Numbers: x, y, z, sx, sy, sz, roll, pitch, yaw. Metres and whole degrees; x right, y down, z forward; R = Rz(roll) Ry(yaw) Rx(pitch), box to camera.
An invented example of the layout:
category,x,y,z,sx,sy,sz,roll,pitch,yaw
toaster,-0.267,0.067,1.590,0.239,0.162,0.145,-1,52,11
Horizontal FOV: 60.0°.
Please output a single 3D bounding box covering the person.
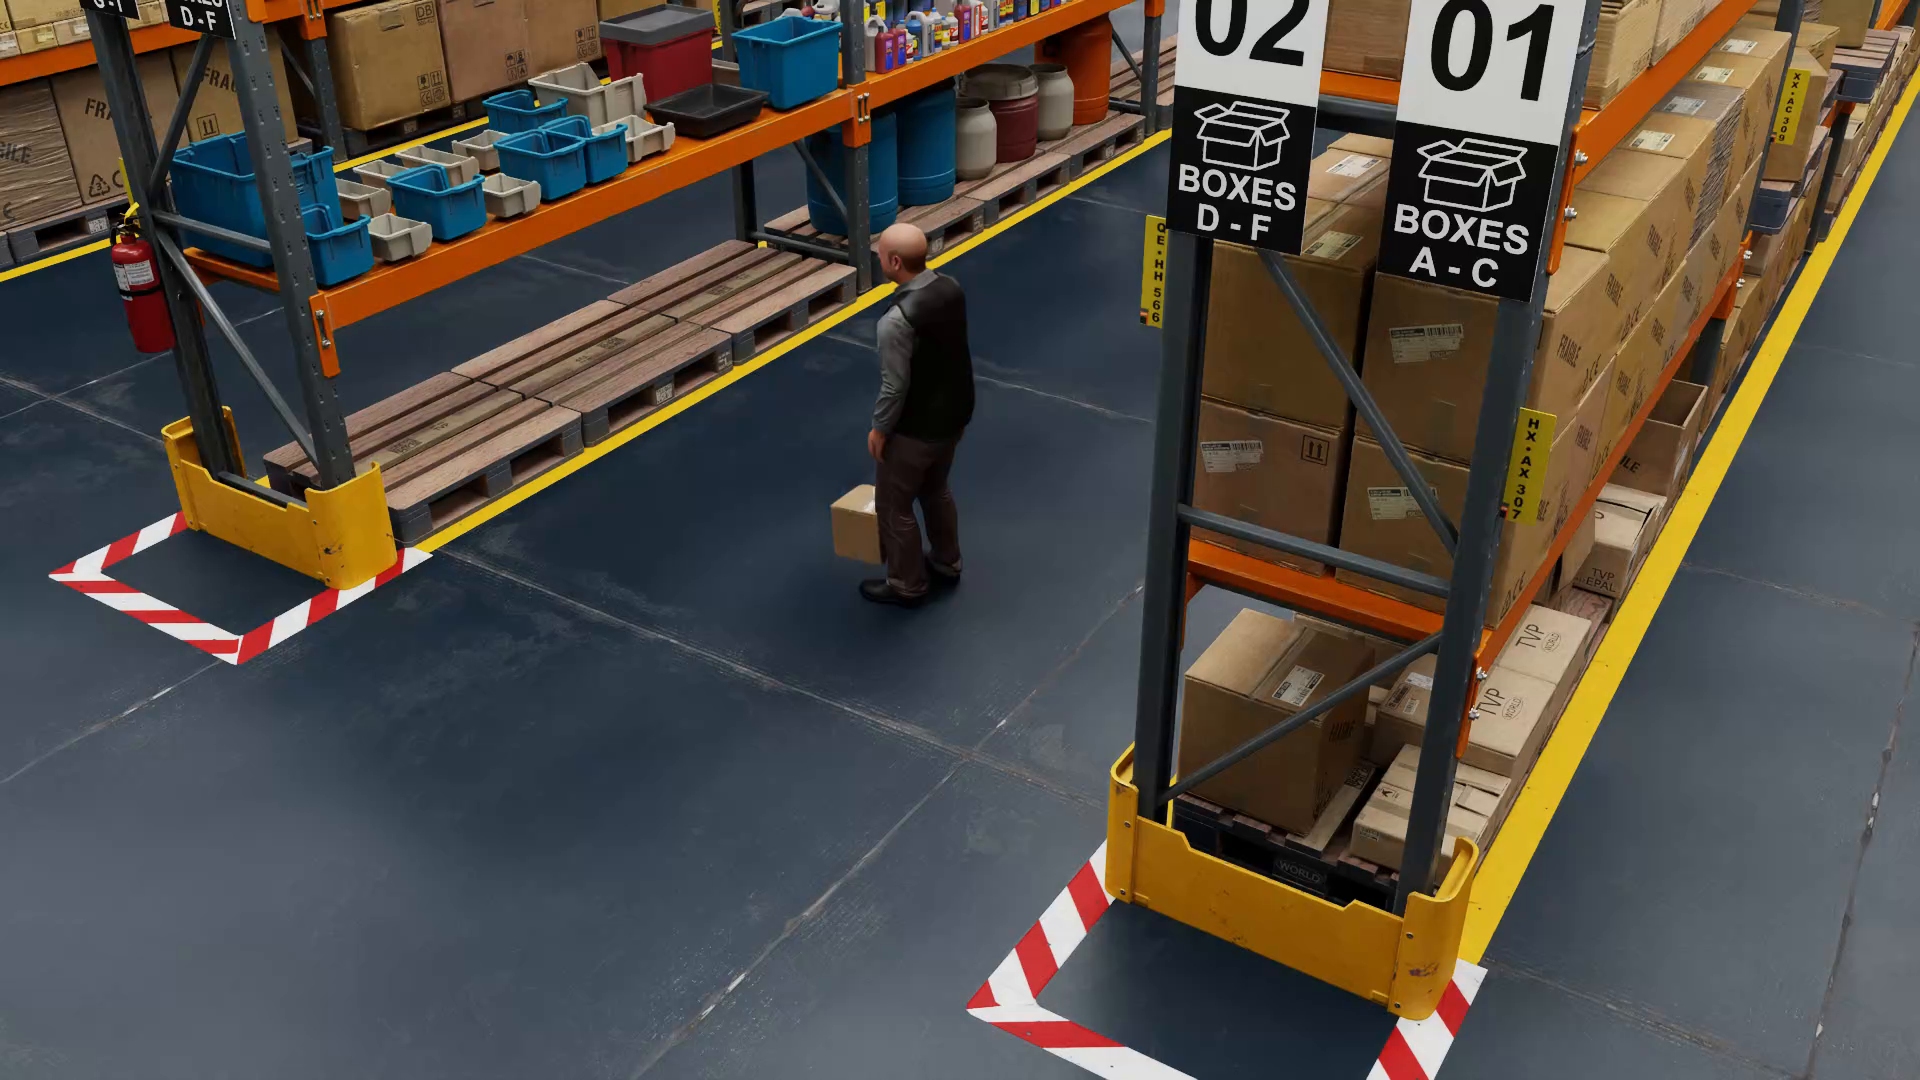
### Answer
category,x,y,z,sx,sy,sz,roll,pitch,yaw
person,-0.206,-0.510,7.027,0.427,1.722,0.569,16,34,26
